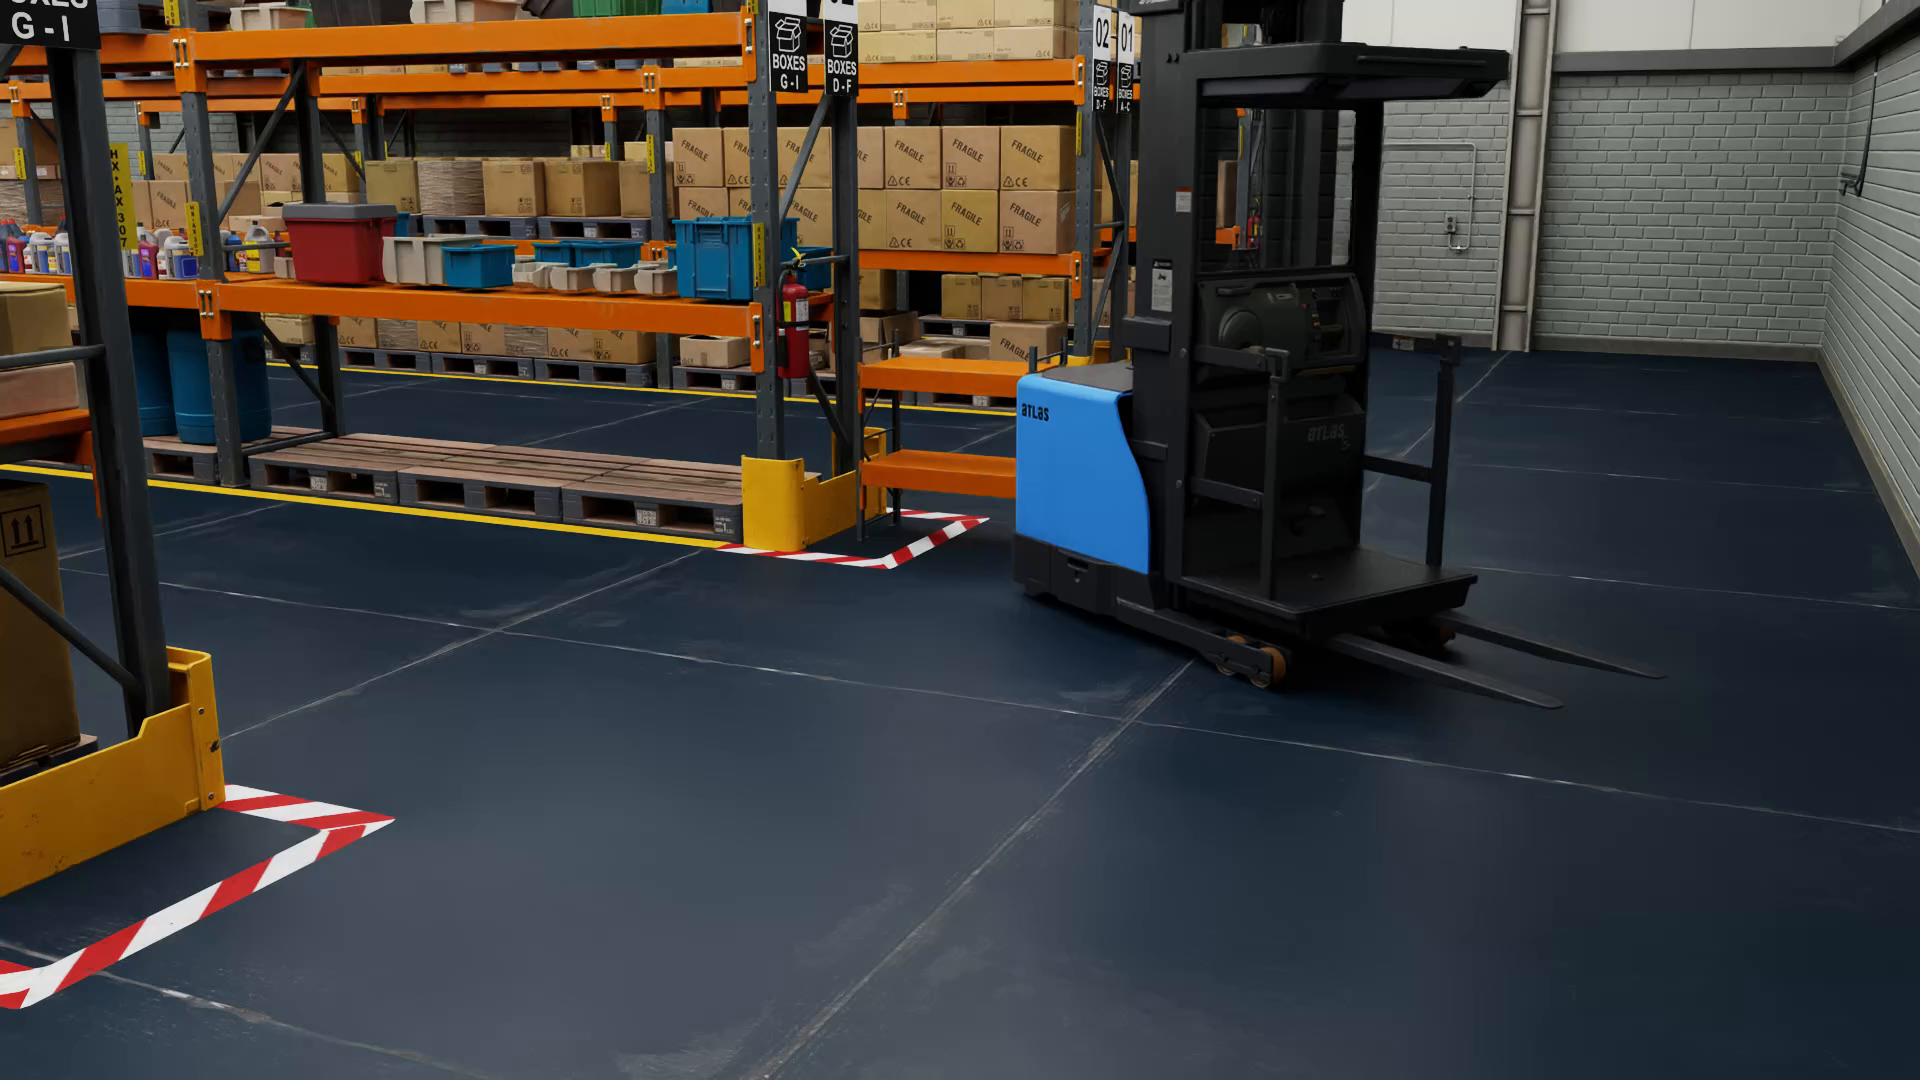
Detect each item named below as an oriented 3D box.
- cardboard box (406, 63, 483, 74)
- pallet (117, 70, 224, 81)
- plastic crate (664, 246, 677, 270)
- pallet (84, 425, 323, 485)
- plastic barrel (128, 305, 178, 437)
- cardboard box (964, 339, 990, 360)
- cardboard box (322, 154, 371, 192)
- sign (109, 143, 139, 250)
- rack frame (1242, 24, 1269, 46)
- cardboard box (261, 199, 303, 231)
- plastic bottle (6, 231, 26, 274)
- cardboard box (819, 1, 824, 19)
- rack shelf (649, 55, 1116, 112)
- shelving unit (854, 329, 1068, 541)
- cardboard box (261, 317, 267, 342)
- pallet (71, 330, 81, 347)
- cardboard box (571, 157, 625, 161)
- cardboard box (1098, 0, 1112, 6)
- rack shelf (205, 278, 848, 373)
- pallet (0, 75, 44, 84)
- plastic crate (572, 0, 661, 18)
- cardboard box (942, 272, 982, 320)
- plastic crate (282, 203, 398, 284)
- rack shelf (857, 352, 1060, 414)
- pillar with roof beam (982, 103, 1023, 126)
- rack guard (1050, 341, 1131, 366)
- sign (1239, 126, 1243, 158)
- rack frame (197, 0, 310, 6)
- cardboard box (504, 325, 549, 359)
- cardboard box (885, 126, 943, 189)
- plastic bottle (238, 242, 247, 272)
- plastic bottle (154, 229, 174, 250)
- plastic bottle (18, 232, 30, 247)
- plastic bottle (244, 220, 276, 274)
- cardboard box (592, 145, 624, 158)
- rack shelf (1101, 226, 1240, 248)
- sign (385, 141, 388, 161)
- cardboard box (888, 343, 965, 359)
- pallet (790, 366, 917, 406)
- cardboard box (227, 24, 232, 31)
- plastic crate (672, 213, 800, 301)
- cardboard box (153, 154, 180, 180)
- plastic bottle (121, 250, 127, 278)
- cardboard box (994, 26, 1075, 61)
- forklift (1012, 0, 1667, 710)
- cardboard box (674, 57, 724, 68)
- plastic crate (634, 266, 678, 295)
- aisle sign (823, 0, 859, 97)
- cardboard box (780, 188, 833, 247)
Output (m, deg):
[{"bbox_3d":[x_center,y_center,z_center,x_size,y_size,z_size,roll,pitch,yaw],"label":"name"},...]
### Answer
[{"bbox_3d":[-4.790,-4.681,15.854,0.500,0.500,0.910,6,14,23],"label":"cardboard box"},{"bbox_3d":[-7.824,-4.816,17.062,1.213,0.211,1.003,7,15,26],"label":"pallet"},{"bbox_3d":[-1.533,-1.627,9.856,0.300,0.233,0.416,6,14,23],"label":"plastic crate"},{"bbox_3d":[-5.185,-0.619,11.431,1.213,0.211,1.003,6,14,23],"label":"pallet"},{"bbox_3d":[-5.634,-1.199,11.472,0.708,0.901,0.600,6,14,23],"label":"plastic barrel"},{"bbox_3d":[0.331,-1.592,14.530,0.500,0.250,0.500,6,14,23],"label":"cardboard box"},{"bbox_3d":[-8.356,-4.987,22.585,0.500,0.500,0.500,6,14,23],"label":"cardboard box"},{"bbox_3d":[-2.615,-1.067,5.169,0.005,0.325,0.100,6,14,23],"label":"sign"},{"bbox_3d":[3.174,-6.516,17.327,0.127,3.000,1.000,6,14,23],"label":"rack frame"},{"bbox_3d":[-6.883,-3.381,17.292,0.500,0.311,0.500,6,14,23],"label":"cardboard box"},{"bbox_3d":[-6.348,-1.935,11.191,0.133,0.283,0.061,6,14,23],"label":"plastic bottle"},{"bbox_3d":[-1.232,-4.370,13.981,0.500,0.250,0.500,6,14,23],"label":"cardboard box"},{"bbox_3d":[-0.658,-3.856,14.130,4.000,0.370,1.077,6,14,23],"label":"rack shelf"},{"bbox_3d":[0.006,-0.547,9.124,1.048,1.125,0.538,6,14,23],"label":"shelving unit"},{"bbox_3d":[-7.196,-2.211,17.213,0.500,0.250,0.500,6,14,23],"label":"cardboard box"},{"bbox_3d":[-9.112,-2.254,18.397,1.213,0.211,1.003,6,14,23],"label":"pallet"},{"bbox_3d":[-4.575,-4.640,21.282,0.500,0.500,0.700,4,14,17],"label":"cardboard box"},{"bbox_3d":[1.460,-5.707,17.993,0.500,0.500,0.500,5,14,21],"label":"cardboard box"},{"bbox_3d":[-2.668,-1.361,10.065,4.000,0.370,1.077,6,14,23],"label":"rack shelf"},{"bbox_3d":[-10.591,-5.162,18.315,1.213,0.211,1.003,6,14,23],"label":"pallet"},{"bbox_3d":[-1.857,-2.915,9.011,0.336,0.188,0.450,6,14,23],"label":"plastic crate"},{"bbox_3d":[0.159,-2.863,19.441,0.500,0.500,0.700,6,14,24],"label":"cardboard box"},{"bbox_3d":[-3.782,-1.822,10.182,0.583,0.464,0.402,6,14,23],"label":"plastic crate"},{"bbox_3d":[0.006,-0.832,9.057,1.000,0.278,0.538,6,14,23],"label":"rack shelf"},{"bbox_3d":[-1.237,-6.103,15.567,0.400,9.000,9.100,6,14,23],"label":"pillar with roof beam"},{"bbox_3d":[1.101,-1.351,13.917,0.348,0.500,1.175,6,14,23],"label":"rack guard"},{"bbox_3d":[2.941,-4.163,17.376,0.005,0.325,0.100,6,14,23],"label":"sign"},{"bbox_3d":[-4.496,-4.817,10.086,0.127,3.000,1.000,6,14,23],"label":"rack frame"},{"bbox_3d":[-3.961,-2.008,15.754,0.500,0.500,0.500,6,14,24],"label":"cardboard box"},{"bbox_3d":[-0.286,-3.174,13.806,0.500,0.500,0.500,6,15,25],"label":"cardboard box"},{"bbox_3d":[-4.894,-1.942,11.400,0.097,0.201,0.097,0,13,0],"label":"plastic bottle"},{"bbox_3d":[-5.612,-2.044,11.672,0.135,0.276,0.152,6,14,23],"label":"plastic bottle"},{"bbox_3d":[-6.332,-1.947,11.269,0.097,0.271,0.097,0,13,0],"label":"plastic bottle"},{"bbox_3d":[-4.724,-1.977,11.220,0.185,0.351,0.144,6,14,23],"label":"plastic bottle"},{"bbox_3d":[-4.468,-4.940,21.141,0.250,0.149,0.380,4,14,16],"label":"cardboard box"},{"bbox_3d":[1.345,-3.431,18.884,4.000,0.370,1.077,6,14,23],"label":"rack shelf"},{"bbox_3d":[-5.933,-3.940,17.120,0.005,0.325,0.100,6,14,23],"label":"sign"},{"bbox_3d":[-0.283,-1.529,14.262,0.500,0.250,0.500,6,14,23],"label":"cardboard box"},{"bbox_3d":[-0.740,-1.397,14.746,1.213,0.211,1.003,6,14,23],"label":"pallet"},{"bbox_3d":[-10.290,-6.893,23.048,0.500,0.500,0.500,6,15,25],"label":"cardboard box"},{"bbox_3d":[-1.221,-1.565,9.149,0.499,0.435,0.616,6,14,23],"label":"plastic crate"},{"bbox_3d":[-11.140,-5.271,23.795,0.500,0.500,0.500,6,14,23],"label":"cardboard box"},{"bbox_3d":[-5.469,-1.889,10.848,0.185,0.351,0.144,6,14,23],"label":"plastic bottle"},{"bbox_3d":[0.594,-3.941,13.244,0.500,0.250,0.500,6,14,23],"label":"cardboard box"},{"bbox_3d":[1.494,-0.953,6.902,1.130,2.935,3.031,-9,16,-33],"label":"forklift"},{"bbox_3d":[-2.142,-4.222,14.442,0.500,0.250,0.500,6,14,23],"label":"cardboard box"},{"bbox_3d":[-1.658,-1.465,9.378,0.243,0.136,0.396,6,14,23],"label":"plastic crate"},{"bbox_3d":[-0.653,-2.848,9.133,0.004,0.787,0.394,6,14,23],"label":"aisle sign"},{"bbox_3d":[-1.205,-2.782,14.326,0.500,0.500,0.500,6,14,23],"label":"cardboard box"}]
